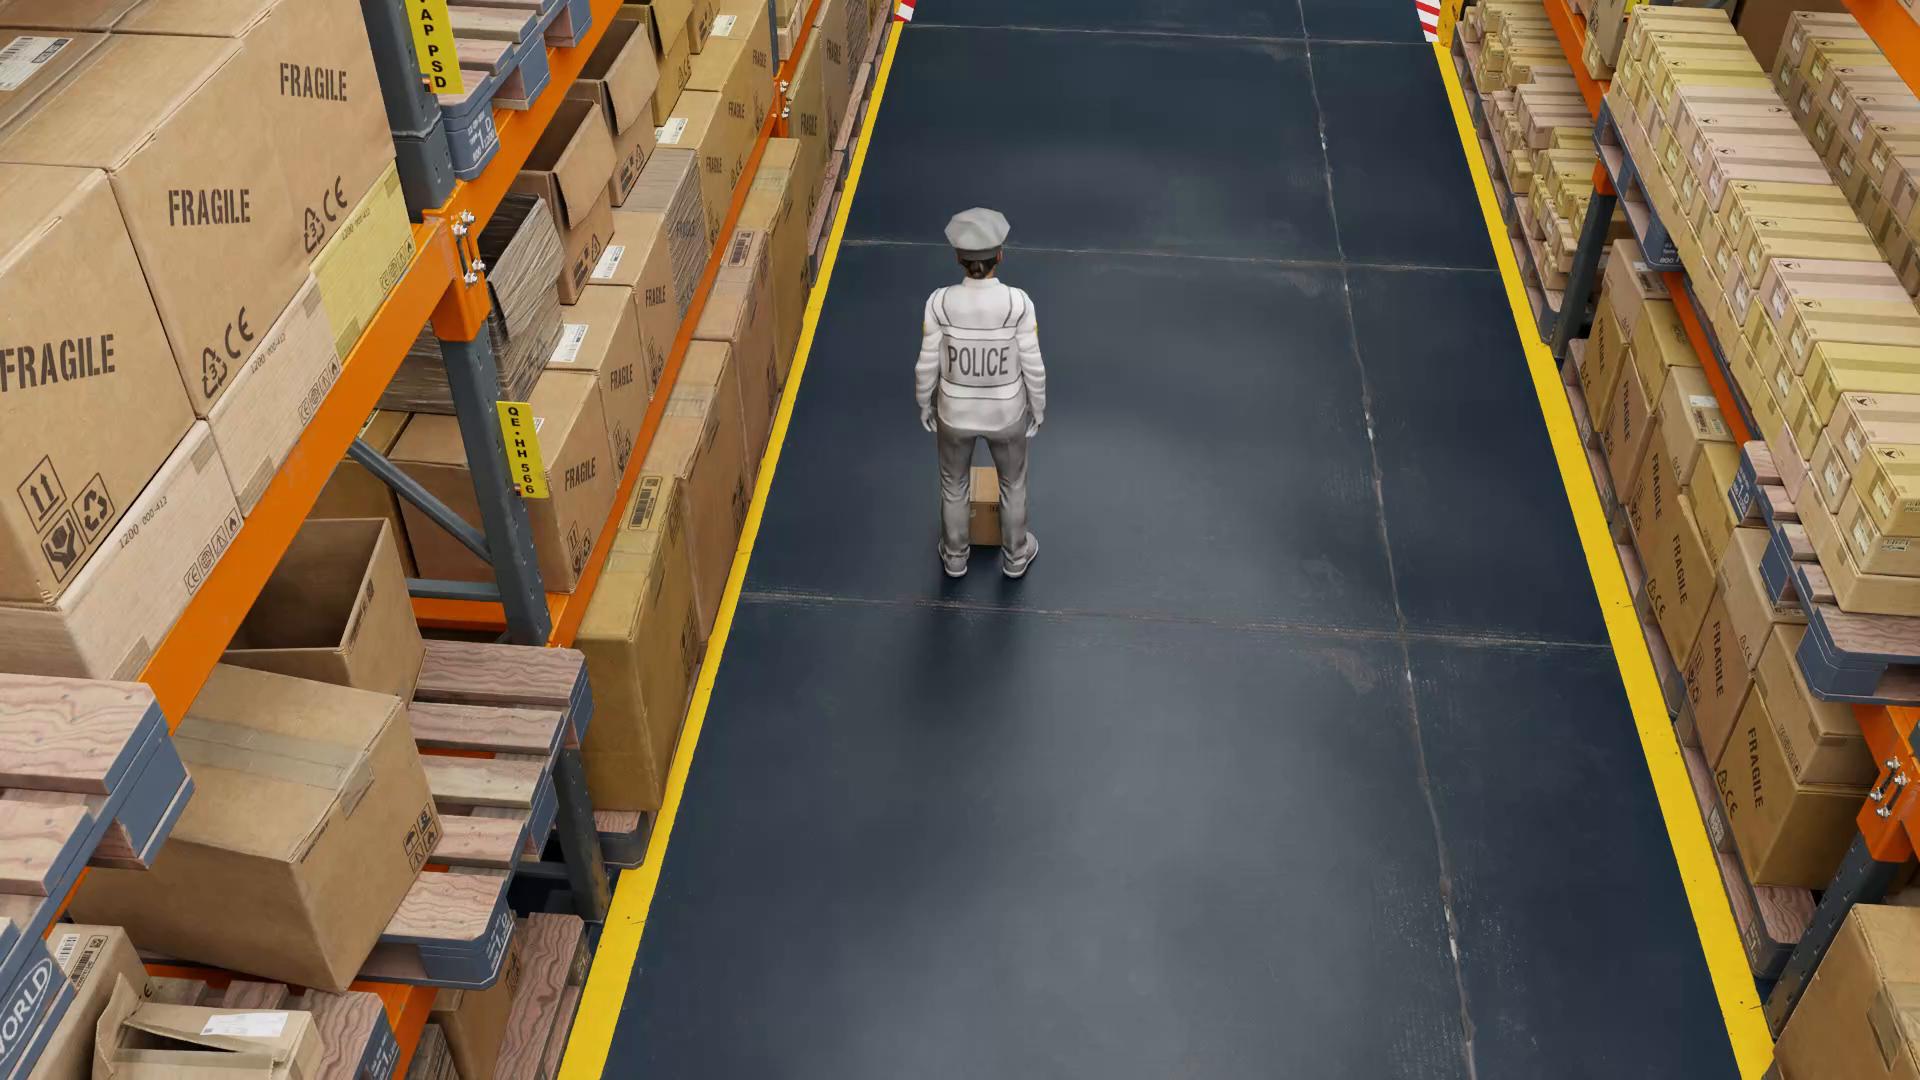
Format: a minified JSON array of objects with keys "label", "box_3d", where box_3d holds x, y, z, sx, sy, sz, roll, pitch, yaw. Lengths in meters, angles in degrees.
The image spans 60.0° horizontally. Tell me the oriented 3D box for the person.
[{"label":"person","box_3d":[0.086,-0.533,6.783,0.527,1.662,0.376,2,40,3]}]
